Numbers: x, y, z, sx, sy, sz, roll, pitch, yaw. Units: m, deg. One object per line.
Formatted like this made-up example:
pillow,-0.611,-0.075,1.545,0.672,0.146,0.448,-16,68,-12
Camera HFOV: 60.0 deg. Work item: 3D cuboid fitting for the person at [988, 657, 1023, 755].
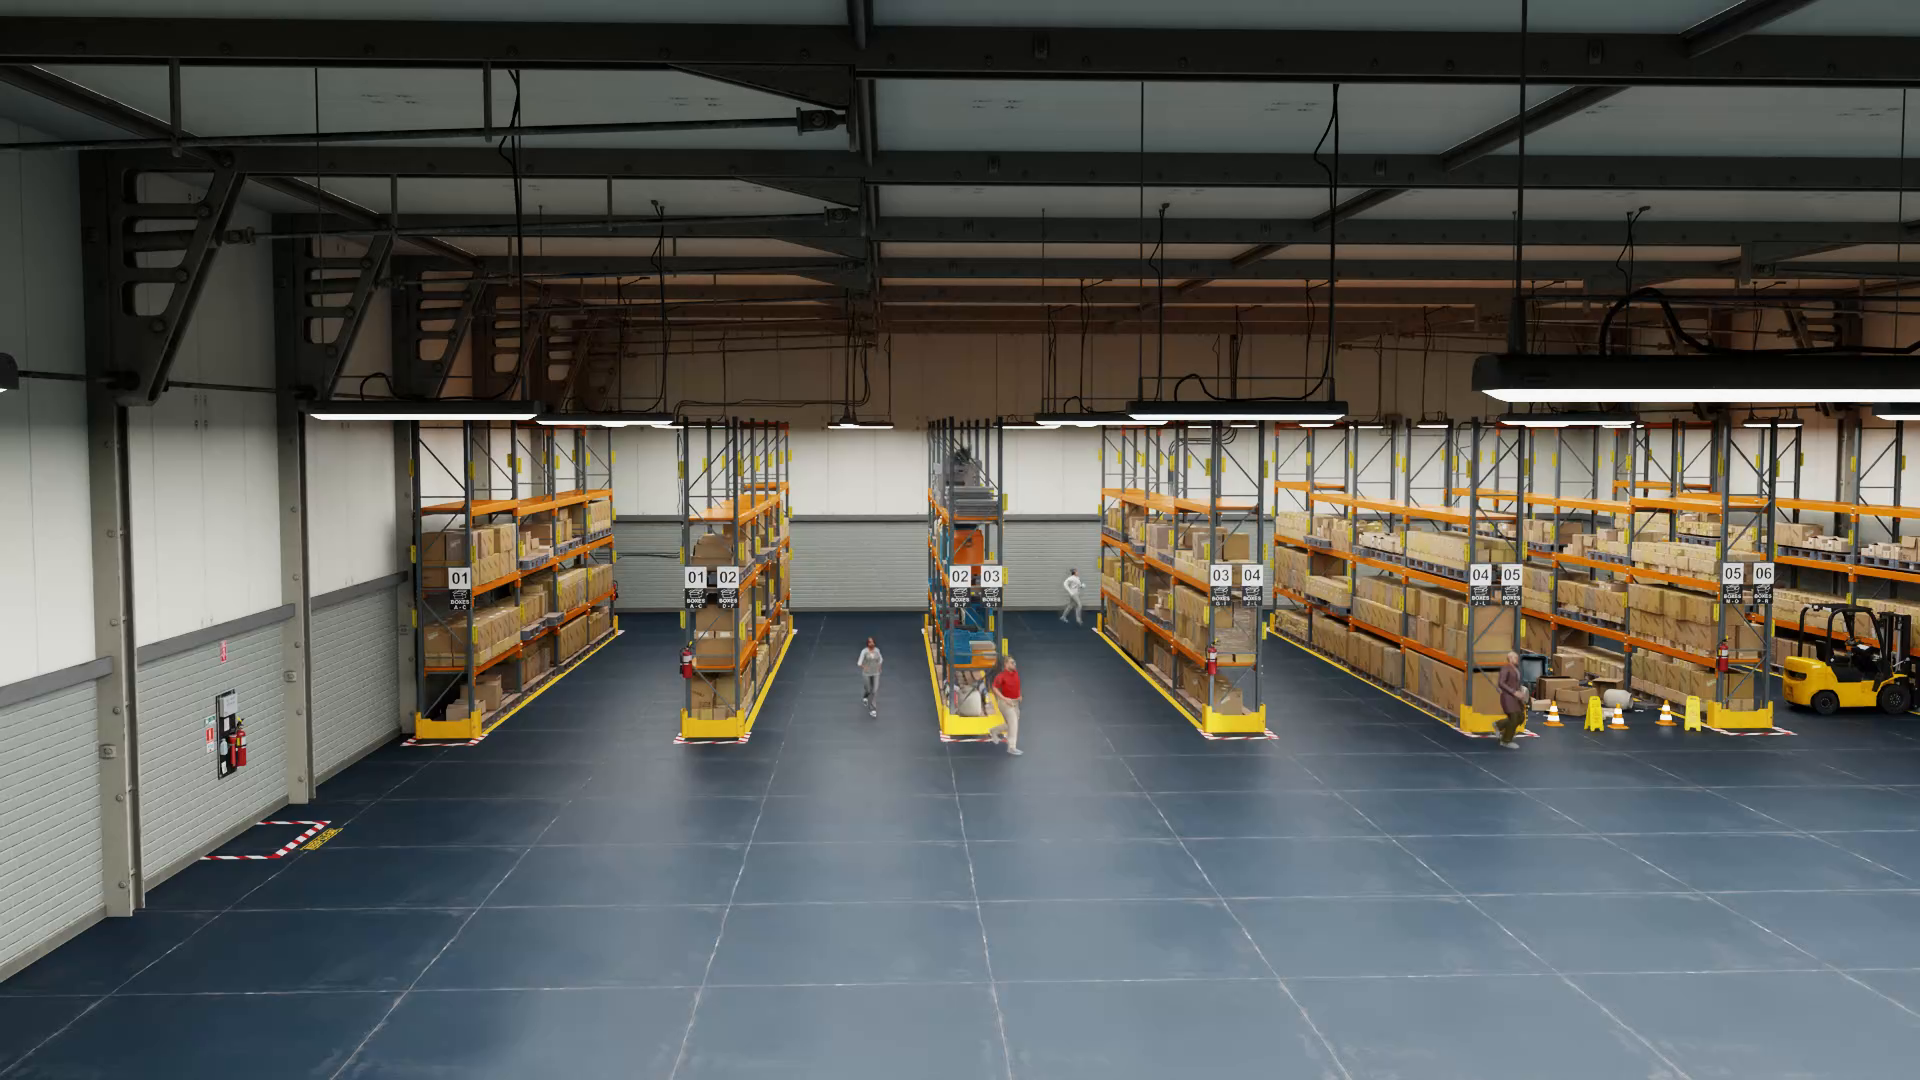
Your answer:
person,0.815,2.935,29.667,0.776,1.719,0.659,3,5,36

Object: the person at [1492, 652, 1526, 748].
person,10.004,2.897,30.256,0.678,1.739,0.762,4,5,43

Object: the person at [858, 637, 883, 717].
person,-1.809,2.792,33.643,0.518,1.492,0.740,-1,4,-16

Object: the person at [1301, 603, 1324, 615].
person,10.415,1.750,49.119,0.952,1.610,0.597,0,4,-5

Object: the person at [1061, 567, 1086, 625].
person,3.349,1.669,49.344,0.775,1.754,0.456,1,4,20
